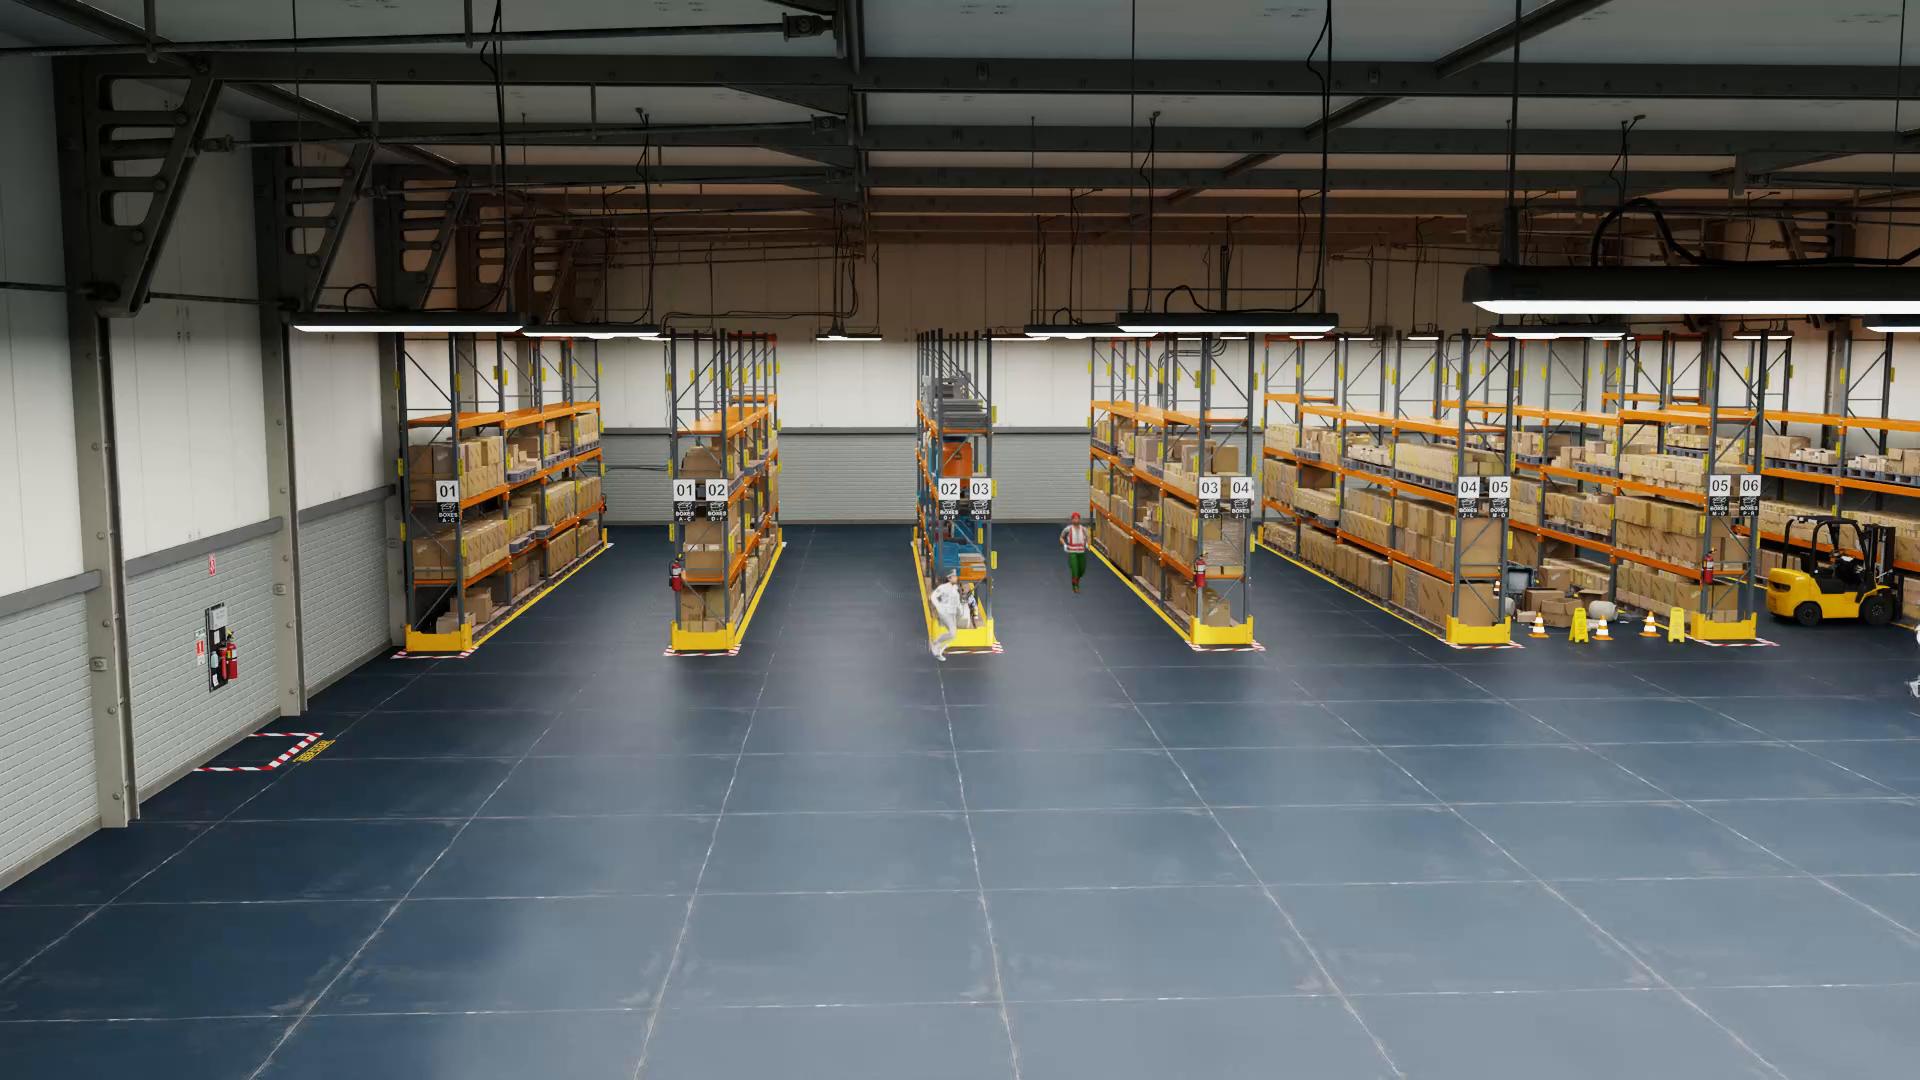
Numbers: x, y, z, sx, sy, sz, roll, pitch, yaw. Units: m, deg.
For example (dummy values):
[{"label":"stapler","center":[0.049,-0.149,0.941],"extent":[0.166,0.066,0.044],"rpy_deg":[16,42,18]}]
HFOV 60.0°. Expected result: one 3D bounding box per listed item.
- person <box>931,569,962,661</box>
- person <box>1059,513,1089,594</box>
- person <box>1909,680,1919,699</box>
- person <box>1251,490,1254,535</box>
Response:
[{"label":"person","center":[-0.185,1.357,30.295],"extent":[0.506,1.659,0.618],"rpy_deg":[5,8,35]},{"label":"person","center":[2.532,0.278,36.382],"extent":[0.661,1.759,0.698],"rpy_deg":[-2,7,-13]},{"label":"person","center":[15.354,1.813,26.170],"extent":[0.616,1.664,0.743],"rpy_deg":[-6,9,-41]},{"label":"person","center":[8.357,-0.864,48.577],"extent":[0.822,1.788,0.703],"rpy_deg":[-5,8,-35]}]
